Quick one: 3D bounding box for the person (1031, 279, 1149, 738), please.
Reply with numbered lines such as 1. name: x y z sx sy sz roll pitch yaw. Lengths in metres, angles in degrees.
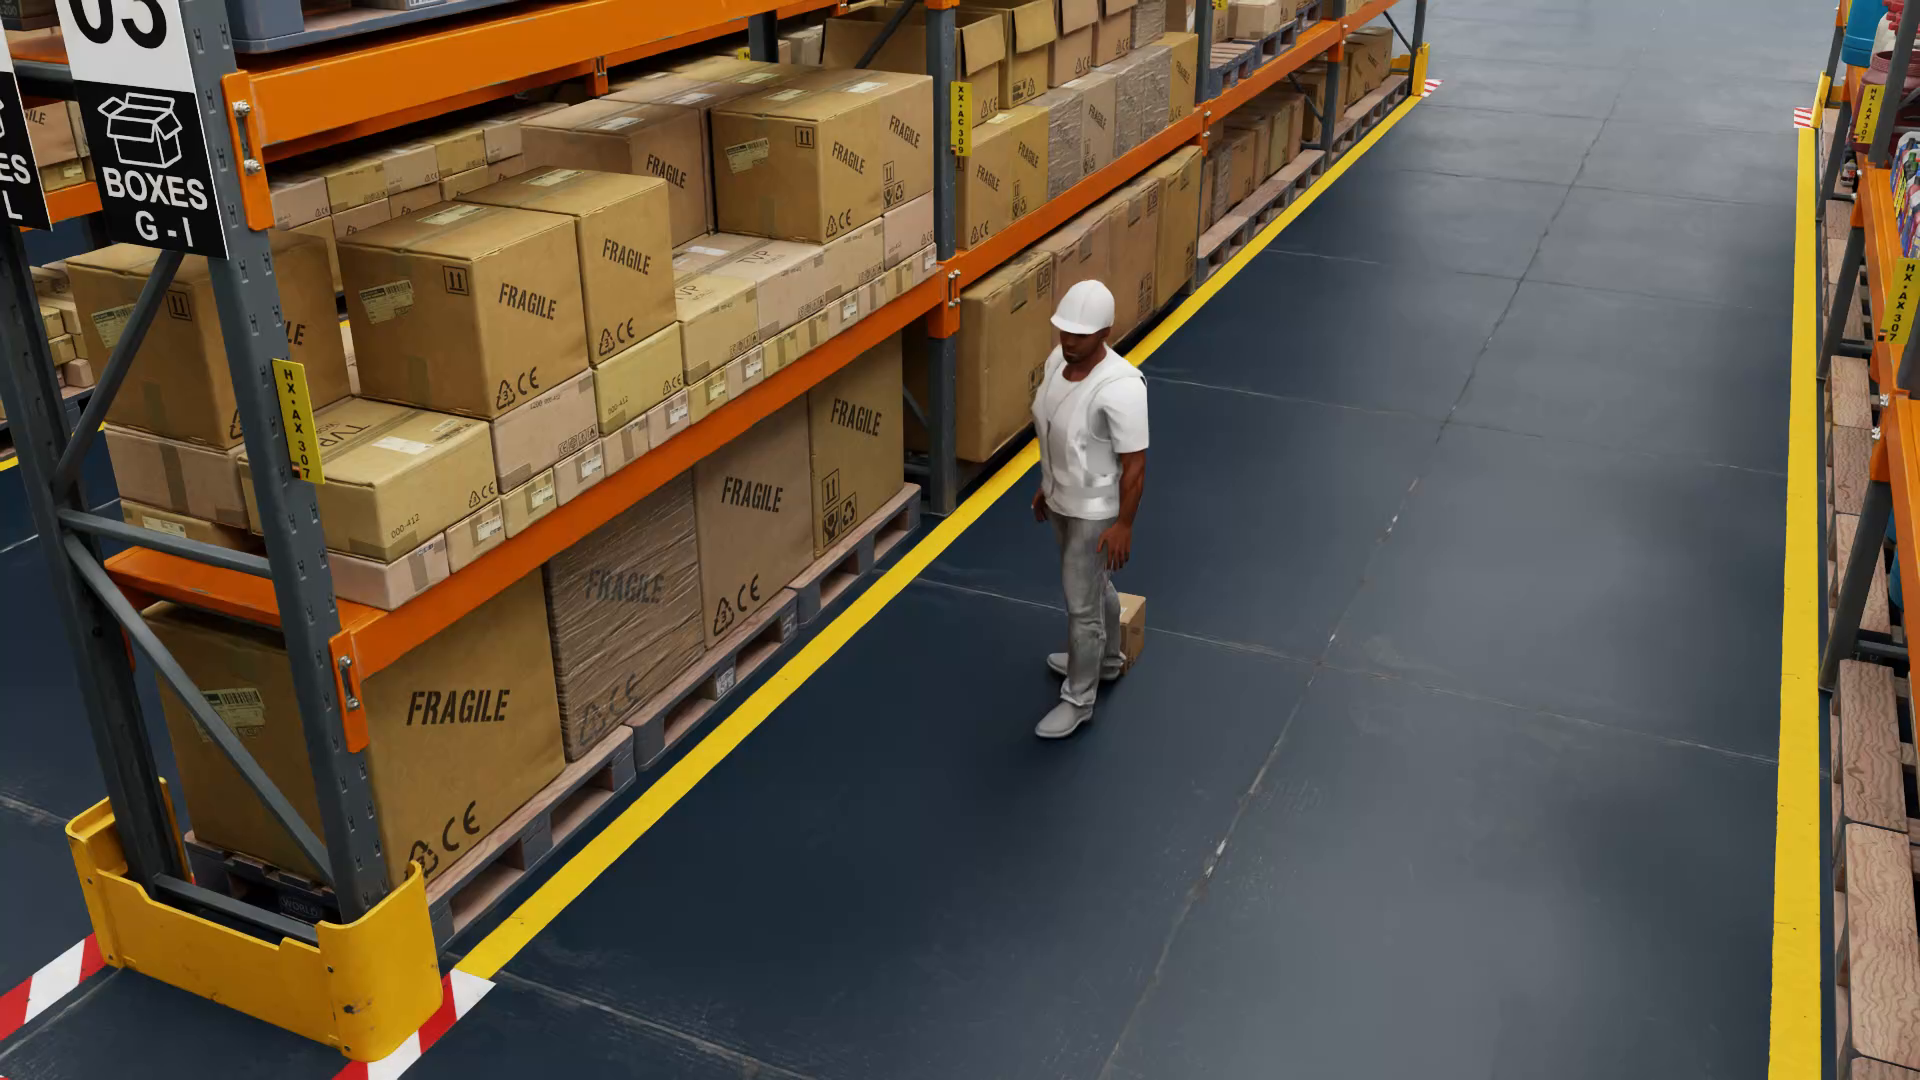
1. person: 0.460 -0.141 6.349 0.537 1.770 0.587 -11 28 -21
